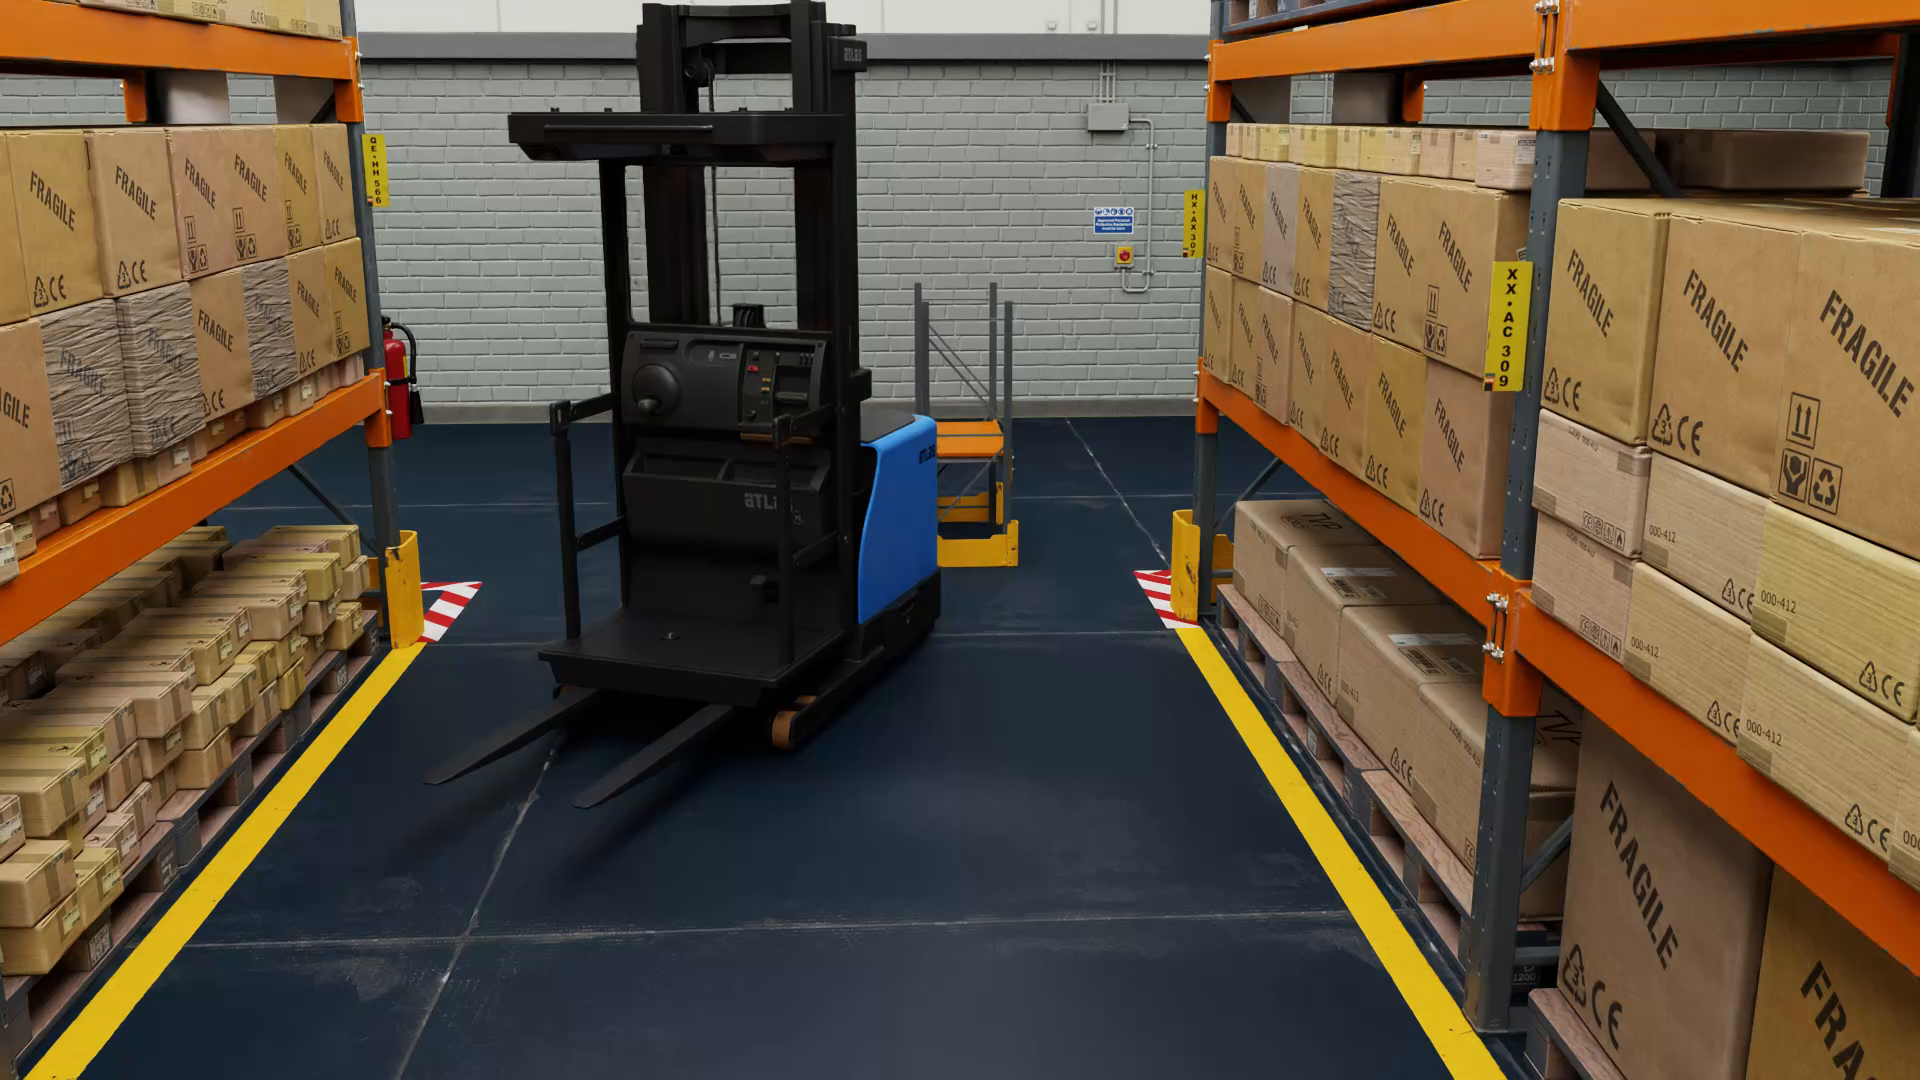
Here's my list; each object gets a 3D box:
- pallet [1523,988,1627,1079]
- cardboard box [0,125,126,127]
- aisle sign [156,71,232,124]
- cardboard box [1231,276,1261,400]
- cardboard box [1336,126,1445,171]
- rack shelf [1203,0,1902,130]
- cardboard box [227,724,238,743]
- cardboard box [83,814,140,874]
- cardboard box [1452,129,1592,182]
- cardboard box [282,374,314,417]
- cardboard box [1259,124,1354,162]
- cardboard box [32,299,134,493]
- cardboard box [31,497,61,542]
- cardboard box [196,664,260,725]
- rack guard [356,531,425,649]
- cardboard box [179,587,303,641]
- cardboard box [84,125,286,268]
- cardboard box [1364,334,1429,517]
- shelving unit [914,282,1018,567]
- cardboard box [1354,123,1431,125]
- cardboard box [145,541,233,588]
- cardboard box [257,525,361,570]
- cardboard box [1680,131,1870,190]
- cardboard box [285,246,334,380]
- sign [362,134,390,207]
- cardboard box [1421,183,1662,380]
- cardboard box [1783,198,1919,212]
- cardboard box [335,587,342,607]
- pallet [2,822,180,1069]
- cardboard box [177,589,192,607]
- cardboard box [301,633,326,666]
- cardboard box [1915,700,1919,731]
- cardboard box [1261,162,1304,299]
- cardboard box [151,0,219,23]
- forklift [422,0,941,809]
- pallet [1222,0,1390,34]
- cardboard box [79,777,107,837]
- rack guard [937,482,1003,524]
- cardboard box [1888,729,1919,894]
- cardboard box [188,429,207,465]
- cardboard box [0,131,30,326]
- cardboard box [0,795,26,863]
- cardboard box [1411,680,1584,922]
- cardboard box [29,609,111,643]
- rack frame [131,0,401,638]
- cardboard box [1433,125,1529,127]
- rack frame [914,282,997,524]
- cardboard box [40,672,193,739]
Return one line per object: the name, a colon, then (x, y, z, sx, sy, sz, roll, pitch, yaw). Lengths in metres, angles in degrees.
pallet: (2.061, 1.452, 3.961, 1.003, 0.211, 1.213, -1, 14, -3)
cardboard box: (-3.433, -1.289, 6.211, 0.500, 0.500, 0.500, -1, 14, -5)
aisle sign: (-3.548, -2.255, 7.555, 0.394, 0.787, 0.004, -1, 14, -3)
cardboard box: (1.493, -0.884, 7.241, 0.500, 0.500, 0.500, -1, 14, -4)
cardboard box: (1.555, -1.388, 5.892, 0.380, 0.149, 0.250, -1, 14, -3)
rack shelf: (1.815, -1.691, 6.004, 1.077, 0.370, 4.000, -1, 14, -3)
cardboard box: (-2.911, 0.707, 6.135, 0.380, 0.149, 0.250, 0, 14, -2)
cardboard box: (-2.782, 0.966, 5.129, 0.380, 0.149, 0.250, -1, 14, -4)
cardboard box: (1.688, -1.138, 4.919, 0.380, 0.149, 0.250, -1, 14, -3)
cardboard box: (-2.894, -0.597, 6.830, 0.380, 0.149, 0.250, 0, 14, -2)
cardboard box: (1.460, -1.643, 6.883, 0.380, 0.149, 0.250, -1, 14, -5)
cardboard box: (-2.813, -0.431, 4.883, 0.500, 0.500, 0.500, -1, 14, -3)
cardboard box: (-2.846, -0.071, 4.785, 0.380, 0.149, 0.250, -2, 15, -6)
cardboard box: (-2.805, 0.567, 6.084, 0.380, 0.149, 0.250, -1, 14, -3)
rack guard: (-3.239, 0.247, 8.065, 1.175, 0.500, 0.348, -1, 14, -3)
cardboard box: (-2.832, 0.291, 6.560, 0.380, 0.149, 0.250, 0, 14, -1)
cardboard box: (-2.894, -1.294, 6.233, 0.500, 0.500, 0.500, 0, 14, -1)
cardboard box: (1.617, -0.377, 5.273, 0.500, 0.500, 0.500, -1, 14, -5)
shelving unit: (0.005, -0.707, 9.766, 0.587, 1.500, 1.083, -1, 14, -3)
cardboard box: (1.952, -1.782, 7.425, 0.380, 0.149, 0.250, -1, 14, -2)
cardboard box: (-3.413, 0.109, 7.269, 0.380, 0.149, 0.250, -1, 14, -2)
cardboard box: (-2.958, 0.034, 7.559, 0.380, 0.149, 0.250, -1, 14, -3)
cardboard box: (2.178, -1.019, 4.458, 0.380, 0.149, 0.250, -1, 14, -4)
cardboard box: (-2.932, -0.939, 6.860, 0.500, 0.500, 0.500, -1, 14, -4)
sign: (-2.689, -1.700, 7.657, 0.100, 0.325, 0.005, -1, 14, -3)
cardboard box: (1.634, -0.735, 4.658, 0.500, 0.500, 0.500, -1, 14, -4)
cardboard box: (2.217, -0.515, 3.801, 0.500, 0.500, 0.500, 0, 14, -2)
cardboard box: (-2.964, 0.243, 7.344, 0.380, 0.149, 0.250, -1, 14, -5)
pallet: (-3.073, 1.196, 4.955, 1.003, 0.211, 1.213, -1, 14, -3)
cardboard box: (-3.403, 0.313, 7.071, 0.380, 0.149, 0.250, -1, 14, -3)
cardboard box: (-2.956, 0.451, 7.130, 0.380, 0.149, 0.250, -1, 14, -4)
cardboard box: (1.783, 0.236, 2.389, 0.500, 0.250, 0.500, -1, 14, -5)
cardboard box: (1.515, -1.237, 6.607, 0.500, 0.500, 0.500, -1, 14, -4)
cardboard box: (-2.843, -1.872, 5.562, 0.500, 0.250, 0.500, 0, 14, -1)
forklift: (-1.068, -0.682, 6.794, 1.130, 2.935, 3.031, 5, 15, 19)
pallet: (1.747, -2.310, 7.142, 1.003, 0.211, 1.213, -1, 14, -3)
cardboard box: (-2.855, 0.828, 5.068, 0.380, 0.149, 0.250, -1, 14, -4)
rack guard: (-0.026, -0.226, 10.403, 0.587, 0.250, 0.087, -1, 14, -3)
cardboard box: (1.773, 0.477, 2.452, 0.500, 0.250, 0.500, -1, 14, -4)
cardboard box: (-2.880, -0.335, 5.811, 0.380, 0.149, 0.250, 0, 14, -1)
cardboard box: (-2.781, -0.781, 4.237, 0.500, 0.500, 0.500, -1, 14, -2)
cardboard box: (-2.810, 0.812, 4.535, 0.380, 0.149, 0.250, 0, 14, -1)
cardboard box: (2.007, 0.790, 5.235, 0.875, 0.438, 0.875, -1, 14, -4)
cardboard box: (-3.449, 0.369, 6.258, 0.380, 0.149, 0.250, -1, 14, -3)
rack frame: (-3.244, -0.983, 7.827, 1.000, 3.000, 0.127, -1, 14, -3)
cardboard box: (2.047, -1.529, 6.439, 0.380, 0.149, 0.250, -1, 14, -2)
rack frame: (-0.026, -0.832, 10.248, 0.500, 1.500, 0.032, -1, 14, -3)
cardboard box: (-2.806, 0.552, 5.548, 0.380, 0.149, 0.250, -1, 14, -2)
